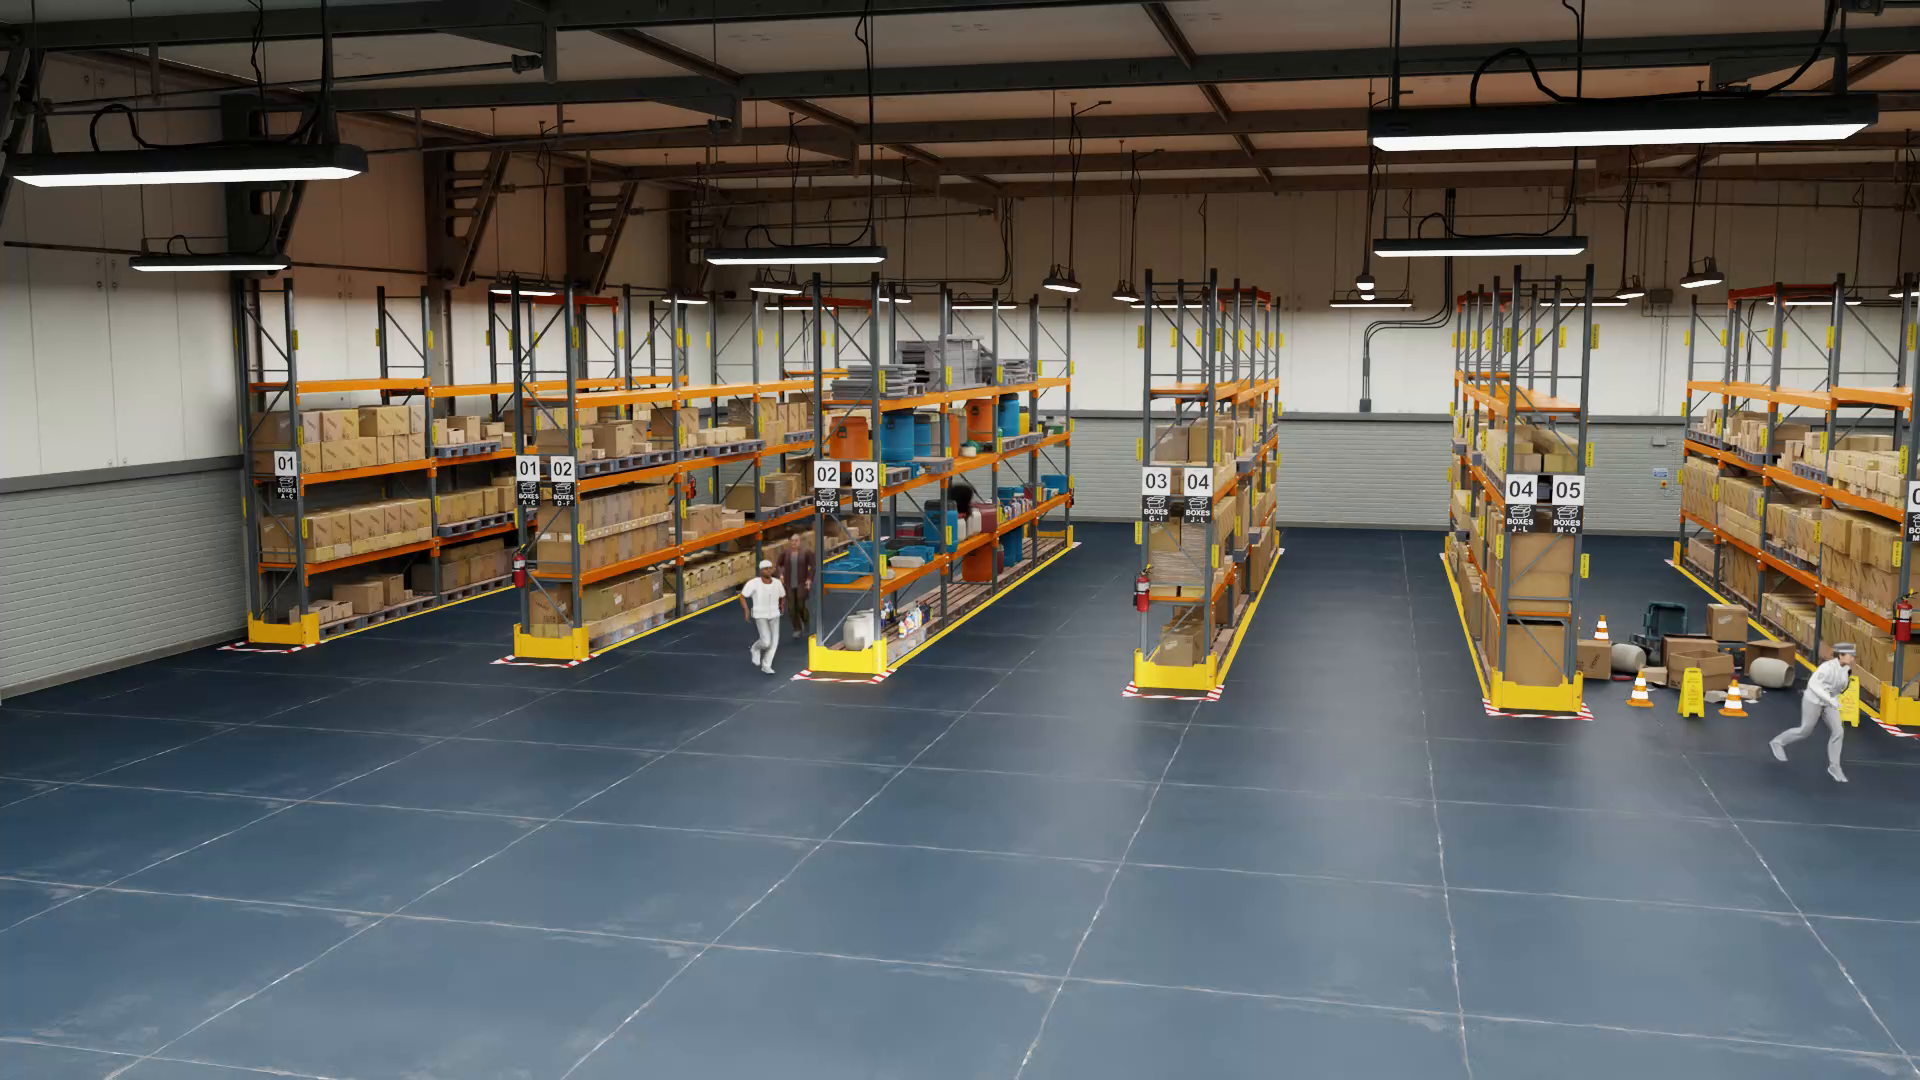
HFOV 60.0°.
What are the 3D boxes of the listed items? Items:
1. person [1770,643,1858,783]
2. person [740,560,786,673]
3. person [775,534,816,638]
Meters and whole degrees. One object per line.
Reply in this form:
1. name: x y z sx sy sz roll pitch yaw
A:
1. person: 9.893 1.931 19.272 0.655 1.627 0.979 -4 8 -33
2. person: -2.911 1.156 25.041 0.703 1.718 0.582 -4 8 -30
3. person: -2.772 0.762 28.017 0.718 1.739 0.641 1 7 8
